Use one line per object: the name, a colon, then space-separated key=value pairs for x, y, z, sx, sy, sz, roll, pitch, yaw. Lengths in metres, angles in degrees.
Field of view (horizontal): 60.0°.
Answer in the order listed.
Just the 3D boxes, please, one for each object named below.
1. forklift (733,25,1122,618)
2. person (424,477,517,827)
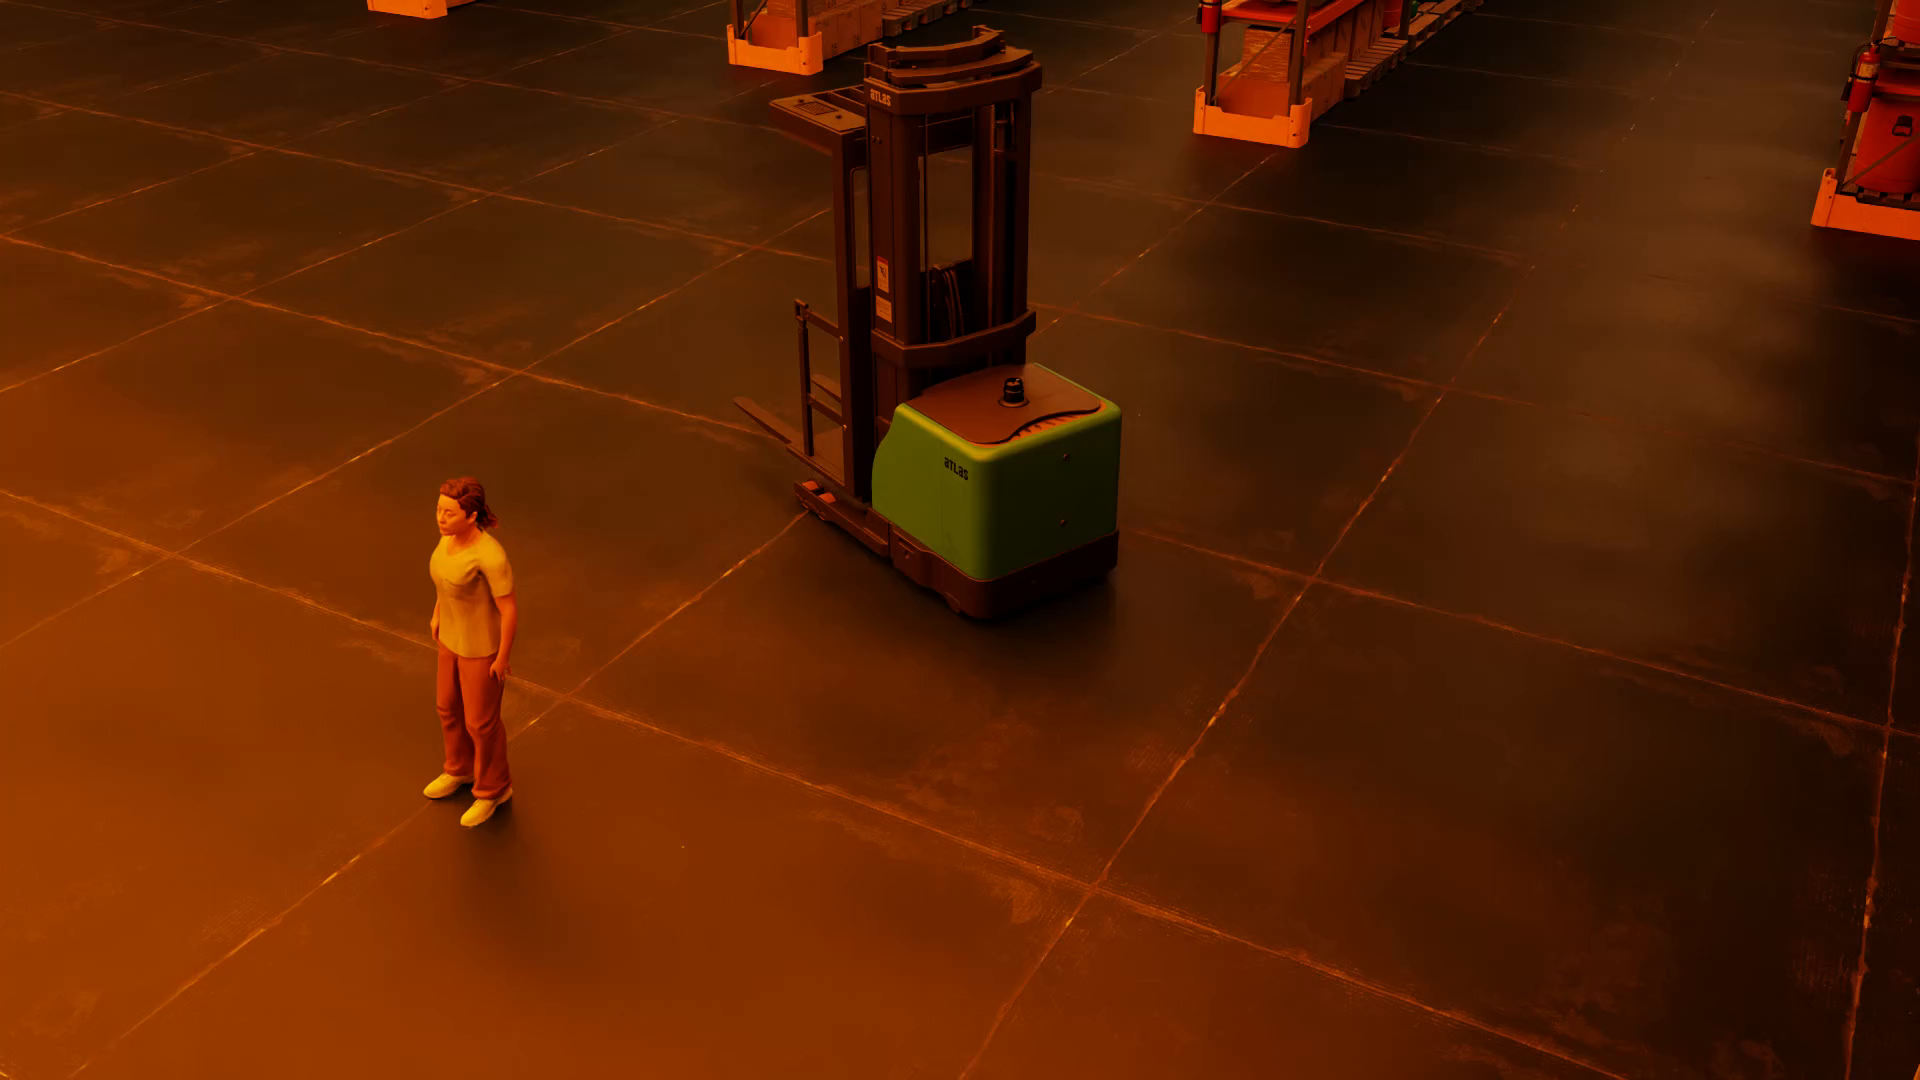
forklift: x=-0.369 y=-1.520 z=9.704 sx=1.130 sy=2.935 sz=3.031 roll=-20 pitch=36 yaw=-31
person: x=-2.227 y=0.489 z=7.492 sx=0.538 sy=1.687 sz=0.482 roll=26 pitch=39 yaw=37
